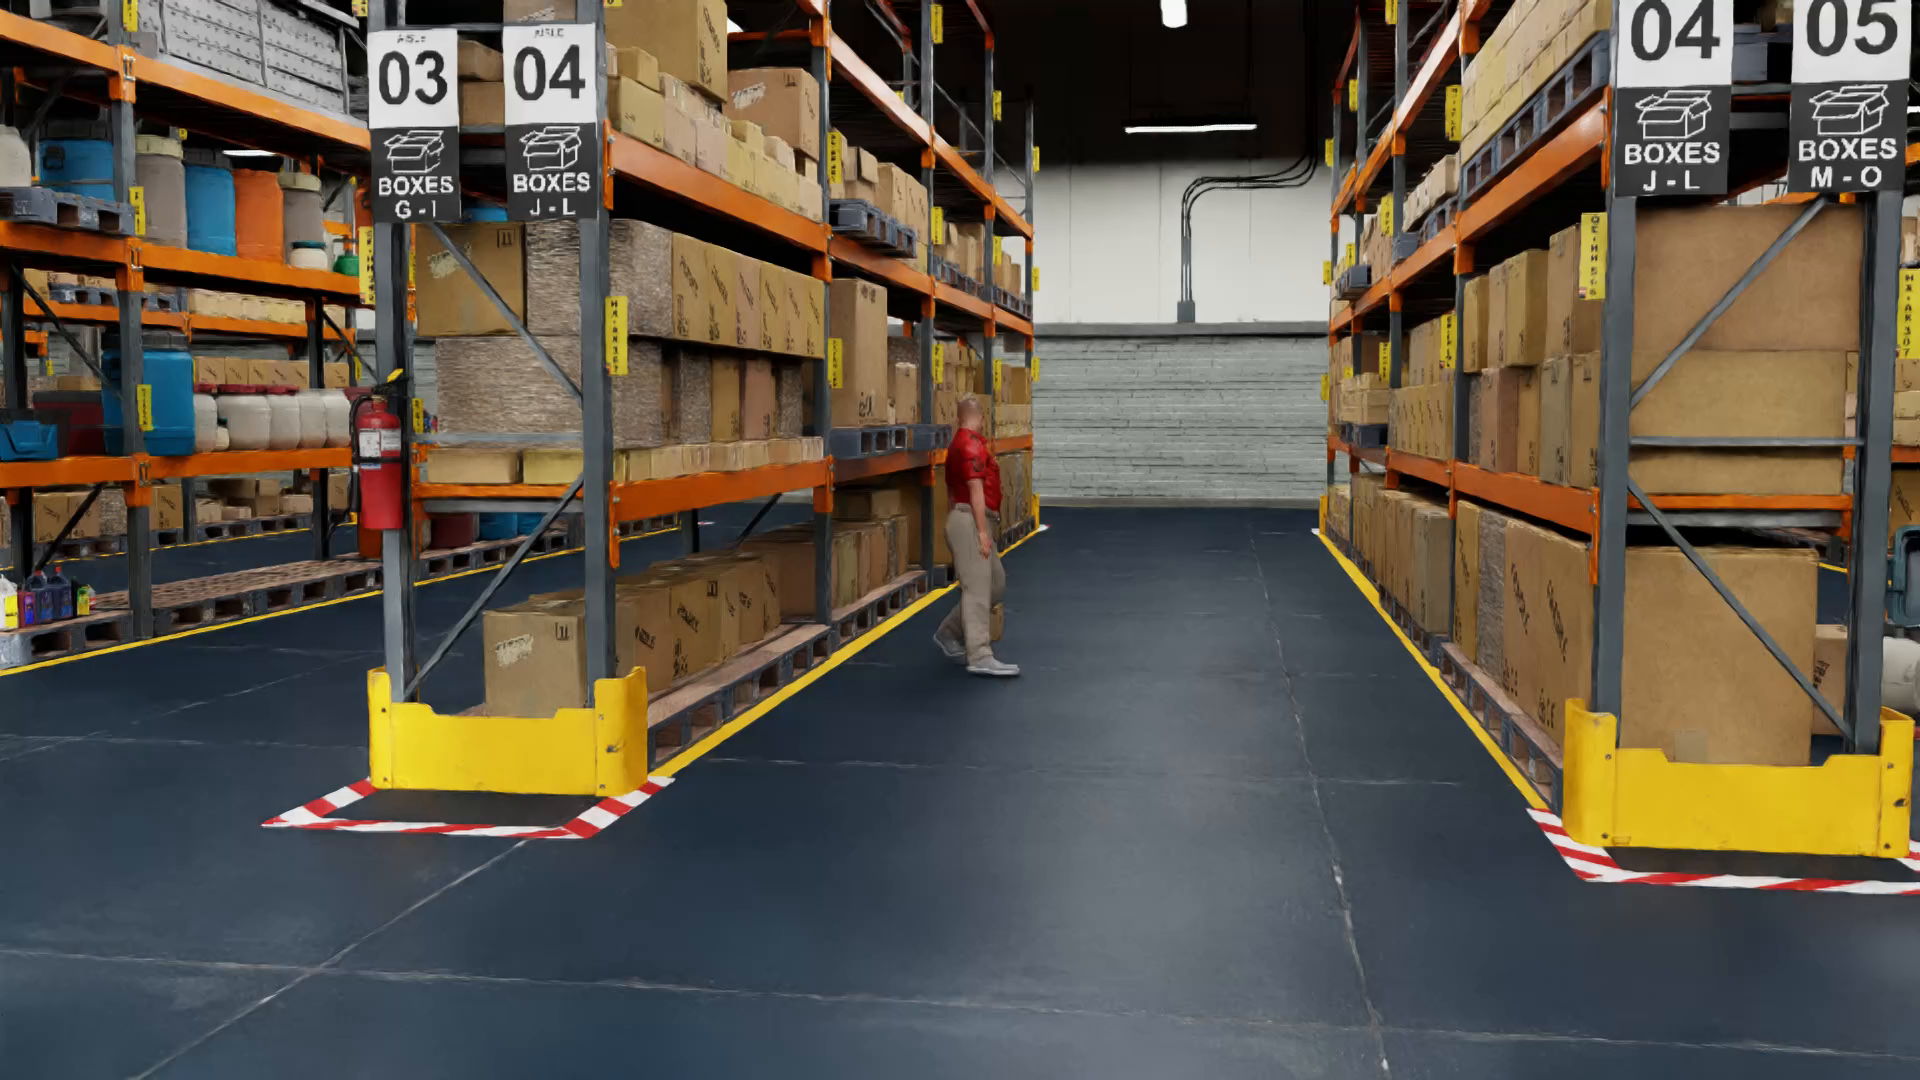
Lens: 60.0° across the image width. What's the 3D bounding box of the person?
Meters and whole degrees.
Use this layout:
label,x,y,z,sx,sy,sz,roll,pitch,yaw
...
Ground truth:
label,x,y,z,sx,sy,sz,roll,pitch,yaw
person,0.096,-0.036,10.391,0.522,1.698,0.682,0,4,-2
